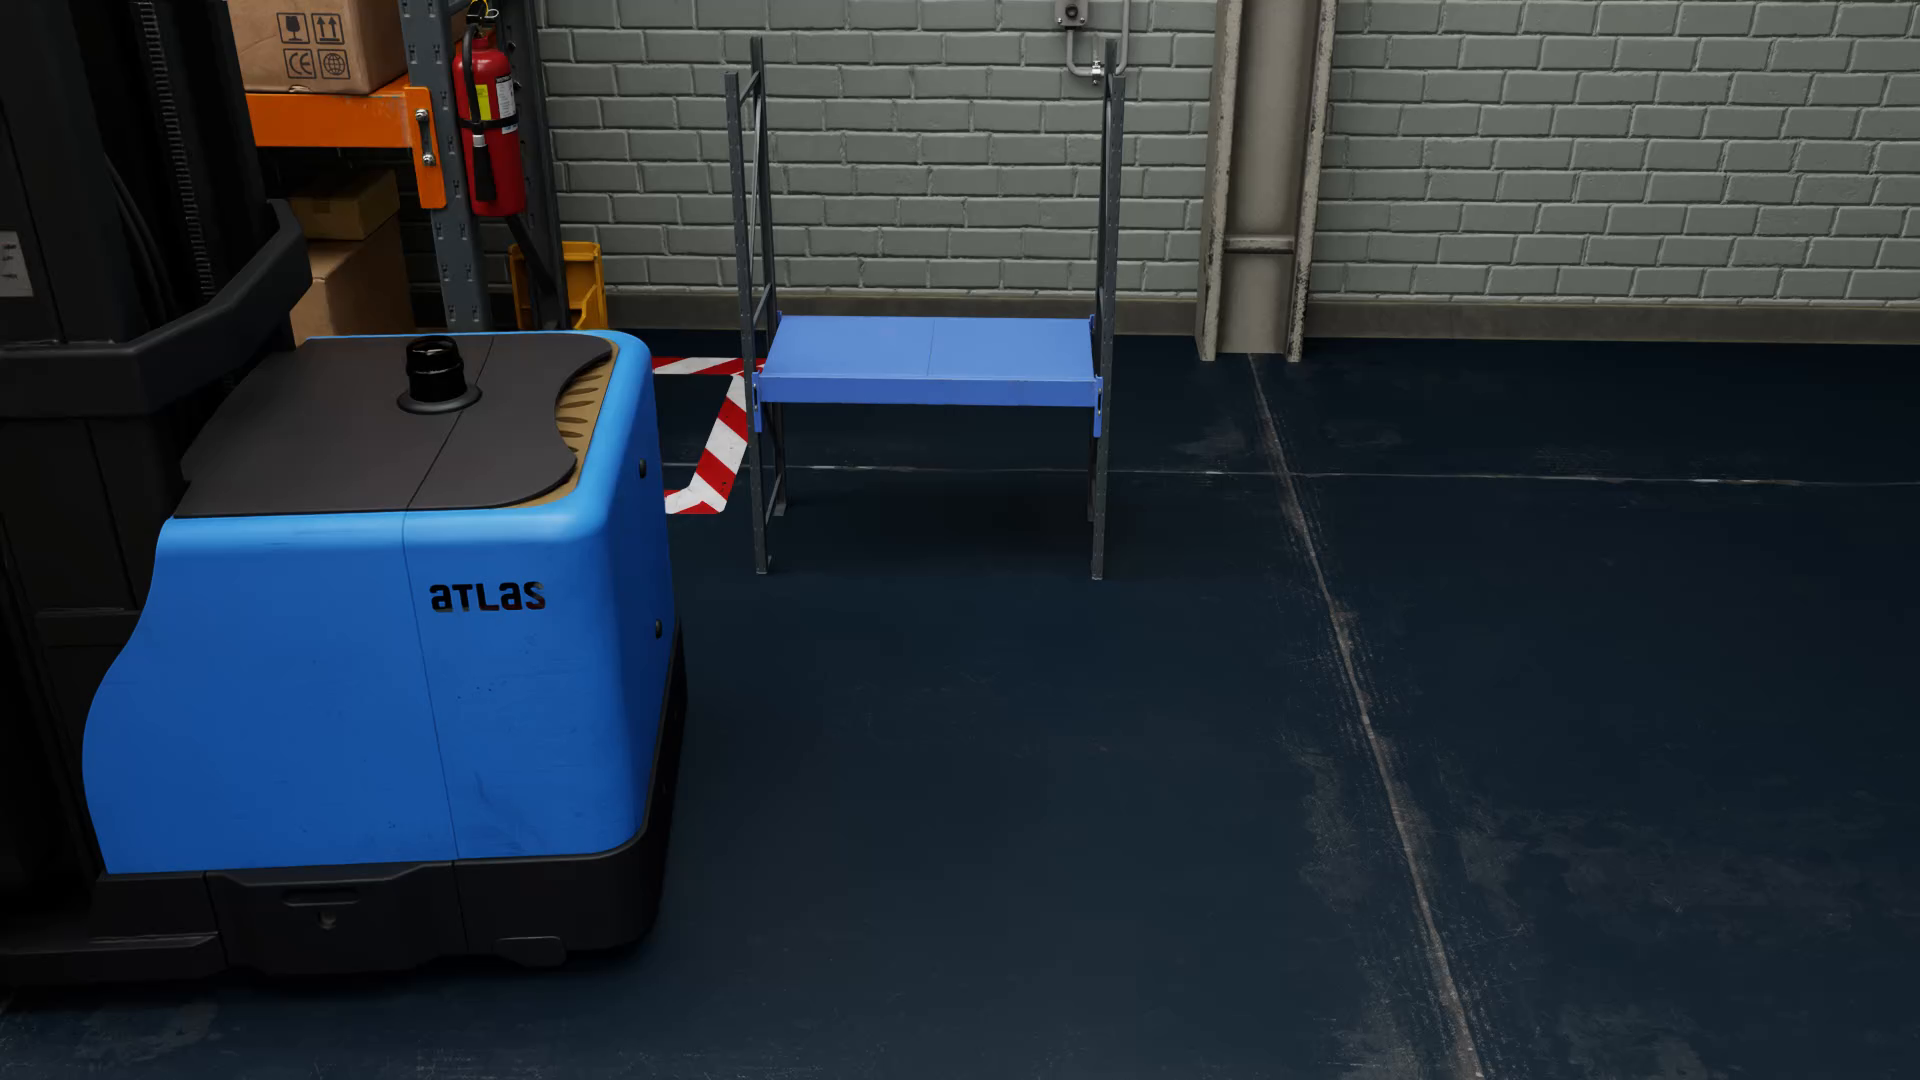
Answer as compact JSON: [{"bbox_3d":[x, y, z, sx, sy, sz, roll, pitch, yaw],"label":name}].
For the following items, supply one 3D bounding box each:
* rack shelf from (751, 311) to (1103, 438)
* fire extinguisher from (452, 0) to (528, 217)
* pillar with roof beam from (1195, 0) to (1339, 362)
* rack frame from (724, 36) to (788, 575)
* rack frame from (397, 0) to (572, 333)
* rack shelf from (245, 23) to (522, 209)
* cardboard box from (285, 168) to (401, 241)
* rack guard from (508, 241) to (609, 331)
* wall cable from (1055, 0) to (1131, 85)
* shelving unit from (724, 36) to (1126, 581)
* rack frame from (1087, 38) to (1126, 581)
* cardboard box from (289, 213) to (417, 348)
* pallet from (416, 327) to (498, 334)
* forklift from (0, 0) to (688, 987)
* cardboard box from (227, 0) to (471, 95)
[{"bbox_3d":[-0.085,-0.505,4.986,1.000,0.185,0.538,1,28,2],"label":"rack shelf"},{"bbox_3d":[-1.435,-1.328,5.033,0.183,0.674,0.296,1,28,2],"label":"fire extinguisher"},{"bbox_3d":[1.007,-2.741,0.813,0.400,9.000,9.100,1,28,2],"label":"pillar with roof beam"},{"bbox_3d":[-0.593,-0.672,4.917,0.032,1.500,0.500,1,28,2],"label":"rack frame"},{"bbox_3d":[-1.570,-1.745,5.340,0.127,3.000,1.000,1,28,2],"label":"rack frame"},{"bbox_3d":[-3.569,-1.461,5.571,4.000,0.370,1.077,1,28,2],"label":"rack shelf"},{"bbox_3d":[-2.141,-1.169,5.781,0.250,0.149,0.380,1,28,2],"label":"cardboard box"},{"bbox_3d":[-1.546,-0.641,5.925,0.348,0.500,1.175,1,28,2],"label":"rack guard"},{"bbox_3d":[-0.257,-2.616,5.897,1.851,1.984,0.084,1,28,2],"label":"wall cable"},{"bbox_3d":[-0.085,-0.664,4.901,1.048,1.500,0.538,1,28,2],"label":"shelving unit"},{"bbox_3d":[0.423,-0.656,4.886,0.032,1.500,0.500,1,28,2],"label":"rack frame"},{"bbox_3d":[-2.273,-0.791,5.761,0.500,0.500,0.700,1,28,2],"label":"cardboard box"},{"bbox_3d":[-2.372,-0.490,5.949,1.213,0.211,1.003,1,28,2],"label":"pallet"},{"bbox_3d":[-2.190,-0.576,3.207,3.031,2.935,1.130,-2,28,-3],"label":"forklift"},{"bbox_3d":[-2.080,-1.882,5.277,0.700,0.700,0.980,2,28,4],"label":"cardboard box"}]
